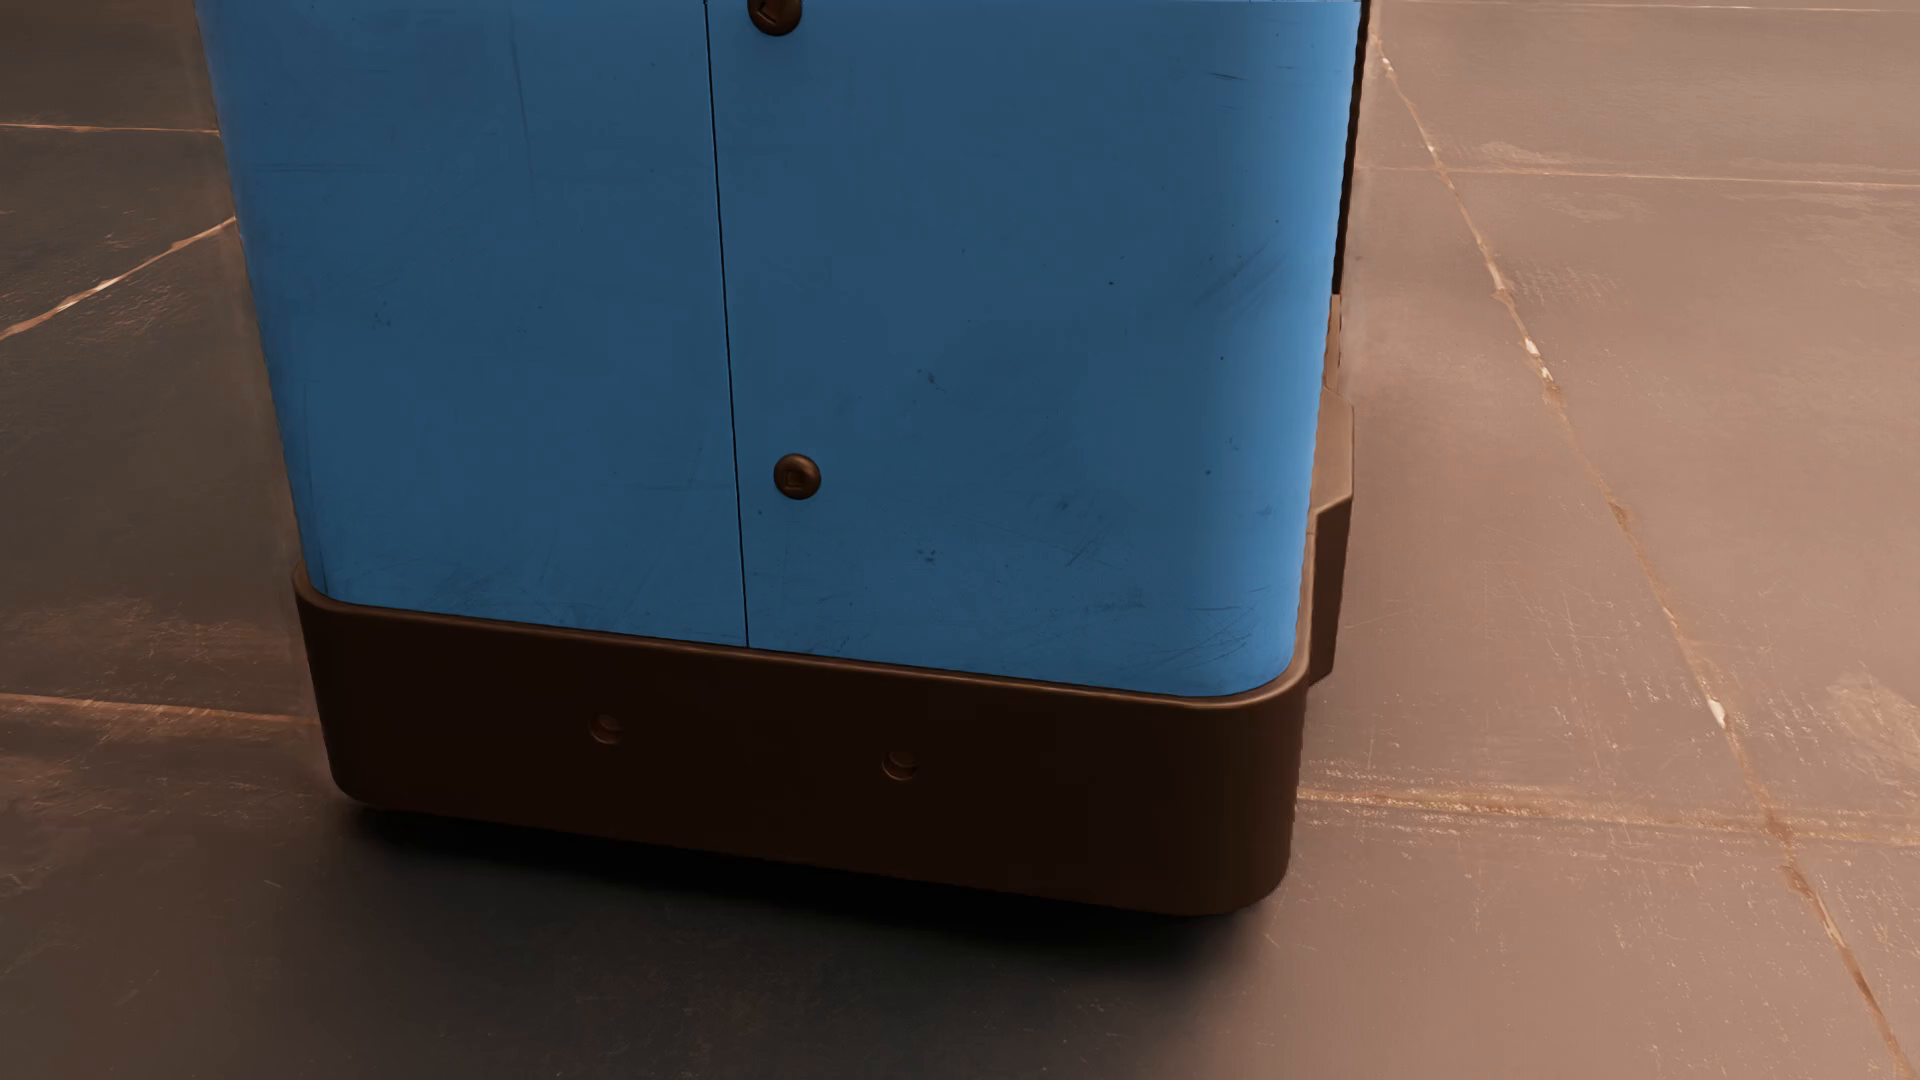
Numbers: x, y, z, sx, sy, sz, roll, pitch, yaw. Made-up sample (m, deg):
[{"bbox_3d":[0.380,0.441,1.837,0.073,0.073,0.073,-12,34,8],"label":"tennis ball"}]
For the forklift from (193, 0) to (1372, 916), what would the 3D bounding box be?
[{"bbox_3d":[0.114,-1.584,2.391,1.130,2.935,3.031,5,27,11],"label":"forklift"}]
